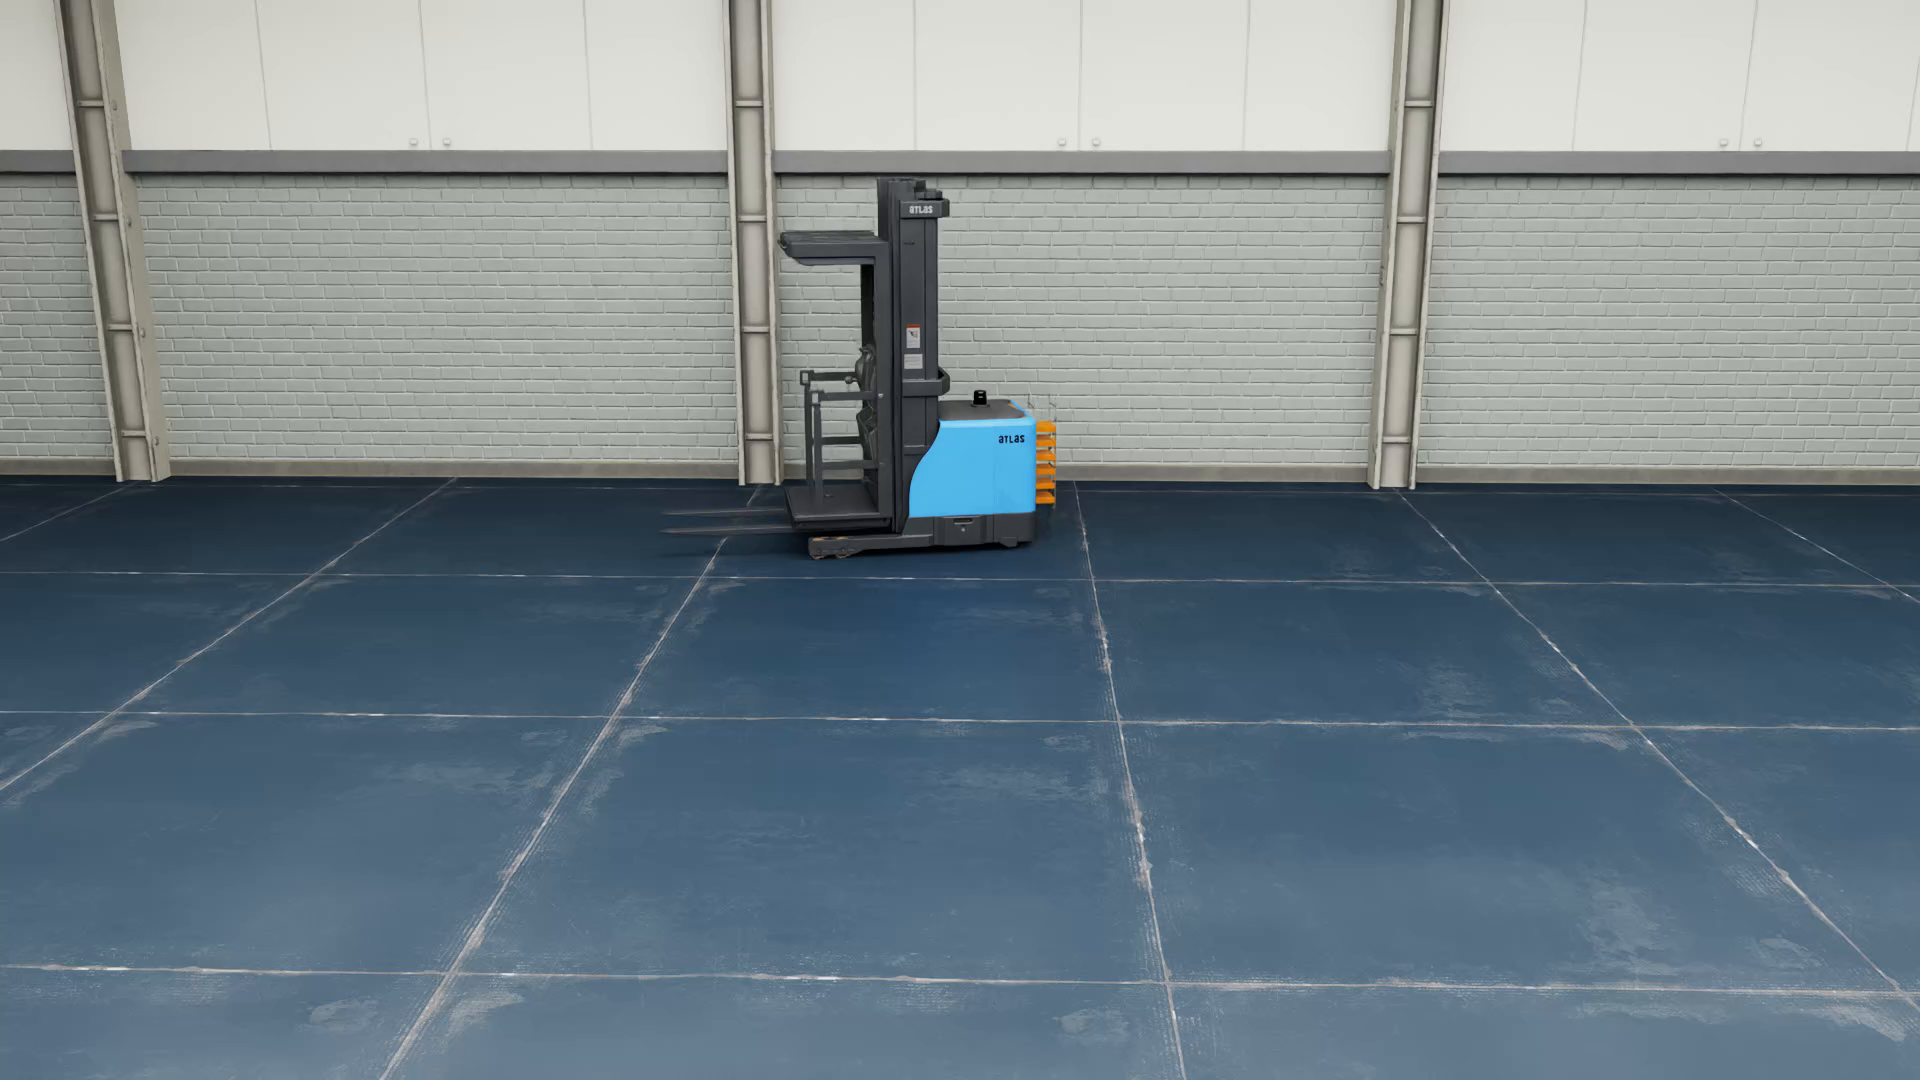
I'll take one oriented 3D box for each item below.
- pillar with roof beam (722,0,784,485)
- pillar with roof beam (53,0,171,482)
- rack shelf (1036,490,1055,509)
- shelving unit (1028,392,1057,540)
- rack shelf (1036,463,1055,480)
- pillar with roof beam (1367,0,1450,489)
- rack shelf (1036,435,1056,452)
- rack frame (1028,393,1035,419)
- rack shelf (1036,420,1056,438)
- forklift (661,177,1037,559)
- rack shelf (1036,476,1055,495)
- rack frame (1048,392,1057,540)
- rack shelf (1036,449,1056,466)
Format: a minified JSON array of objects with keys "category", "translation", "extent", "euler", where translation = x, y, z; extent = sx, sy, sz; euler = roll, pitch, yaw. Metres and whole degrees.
[{"category":"pillar with roof beam","translation":[-2.012,-3.814,10.655],"extent":[0.400,9.000,9.100],"euler":[0,15,1]},{"category":"pillar with roof beam","translation":[-8.010,-3.853,10.803],"extent":[0.400,9.000,9.100],"euler":[0,15,1]},{"category":"rack shelf","translation":[0.677,-0.335,13.873],"extent":[0.180,0.103,0.258],"euler":[-2,15,-9]},{"category":"shelving unit","translation":[0.677,-0.610,13.800],"extent":[0.189,1.200,0.258],"euler":[-2,15,-9]},{"category":"rack shelf","translation":[0.677,-0.567,13.811],"extent":[0.180,0.103,0.258],"euler":[-2,15,-9]},{"category":"pillar with roof beam","translation":[3.986,-3.775,10.507],"extent":[0.400,9.000,9.100],"euler":[0,15,1]},{"category":"rack shelf","translation":[0.677,-0.799,13.750],"extent":[0.180,0.103,0.258],"euler":[-2,15,-9]},{"category":"rack frame","translation":[0.587,-0.606,13.785],"extent":[0.006,1.200,0.240],"euler":[-2,15,-9]},{"category":"rack shelf","translation":[0.677,-0.915,13.720],"extent":[0.180,0.103,0.258],"euler":[-2,15,-9]},{"category":"forklift","translation":[-0.936,-1.410,13.437],"extent":[3.031,2.935,1.130],"euler":[-2,15,-9]},{"category":"rack shelf","translation":[0.677,-0.451,13.842],"extent":[0.180,0.103,0.258],"euler":[-2,15,-9]},{"category":"rack frame","translation":[0.767,-0.614,13.815],"extent":[0.006,1.200,0.240],"euler":[-2,15,-9]},{"category":"rack shelf","translation":[0.677,-0.683,13.781],"extent":[0.180,0.103,0.258],"euler":[-2,15,-9]}]
